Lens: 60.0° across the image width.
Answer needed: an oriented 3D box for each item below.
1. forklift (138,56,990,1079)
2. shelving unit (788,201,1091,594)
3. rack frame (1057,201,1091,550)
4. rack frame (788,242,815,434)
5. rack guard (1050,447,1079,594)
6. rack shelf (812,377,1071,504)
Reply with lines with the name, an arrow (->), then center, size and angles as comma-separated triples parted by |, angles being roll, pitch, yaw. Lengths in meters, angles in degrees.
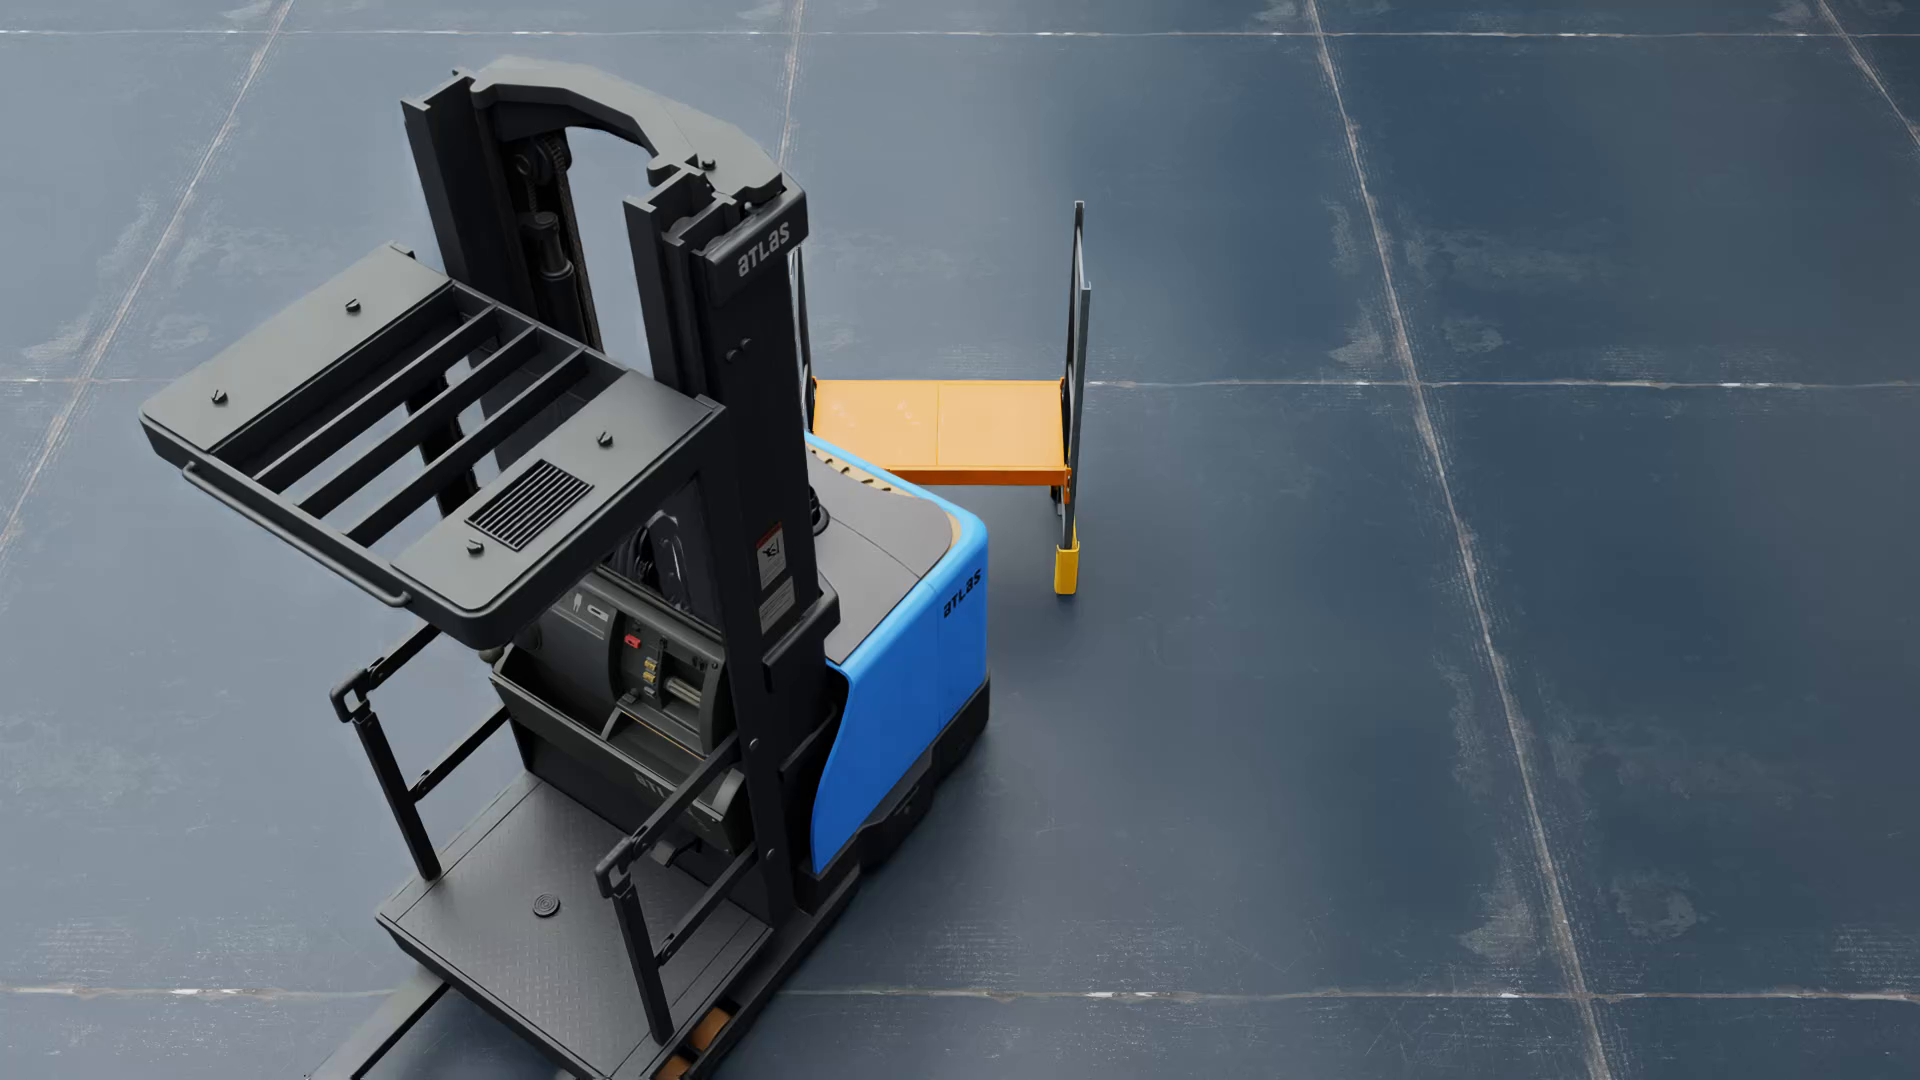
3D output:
forklift -> -1.141, 0.362, 4.491 | 1.130, 2.935, 3.031 | 27, 53, 23
shelving unit -> -0.076, -0.511, 6.282 | 1.083, 1.500, 0.587 | 0, 47, 0
rack frame -> 0.423, -0.510, 6.281 | 0.032, 1.500, 0.500 | 0, 47, 0
rack frame -> -0.594, -0.513, 6.283 | 0.032, 1.500, 0.500 | 0, 47, 0
rack guard -> 0.422, -0.084, 6.738 | 0.087, 0.250, 0.587 | 0, 47, 0
rack shelf -> -0.085, -0.389, 6.414 | 1.000, 0.185, 0.538 | 0, 47, 0
